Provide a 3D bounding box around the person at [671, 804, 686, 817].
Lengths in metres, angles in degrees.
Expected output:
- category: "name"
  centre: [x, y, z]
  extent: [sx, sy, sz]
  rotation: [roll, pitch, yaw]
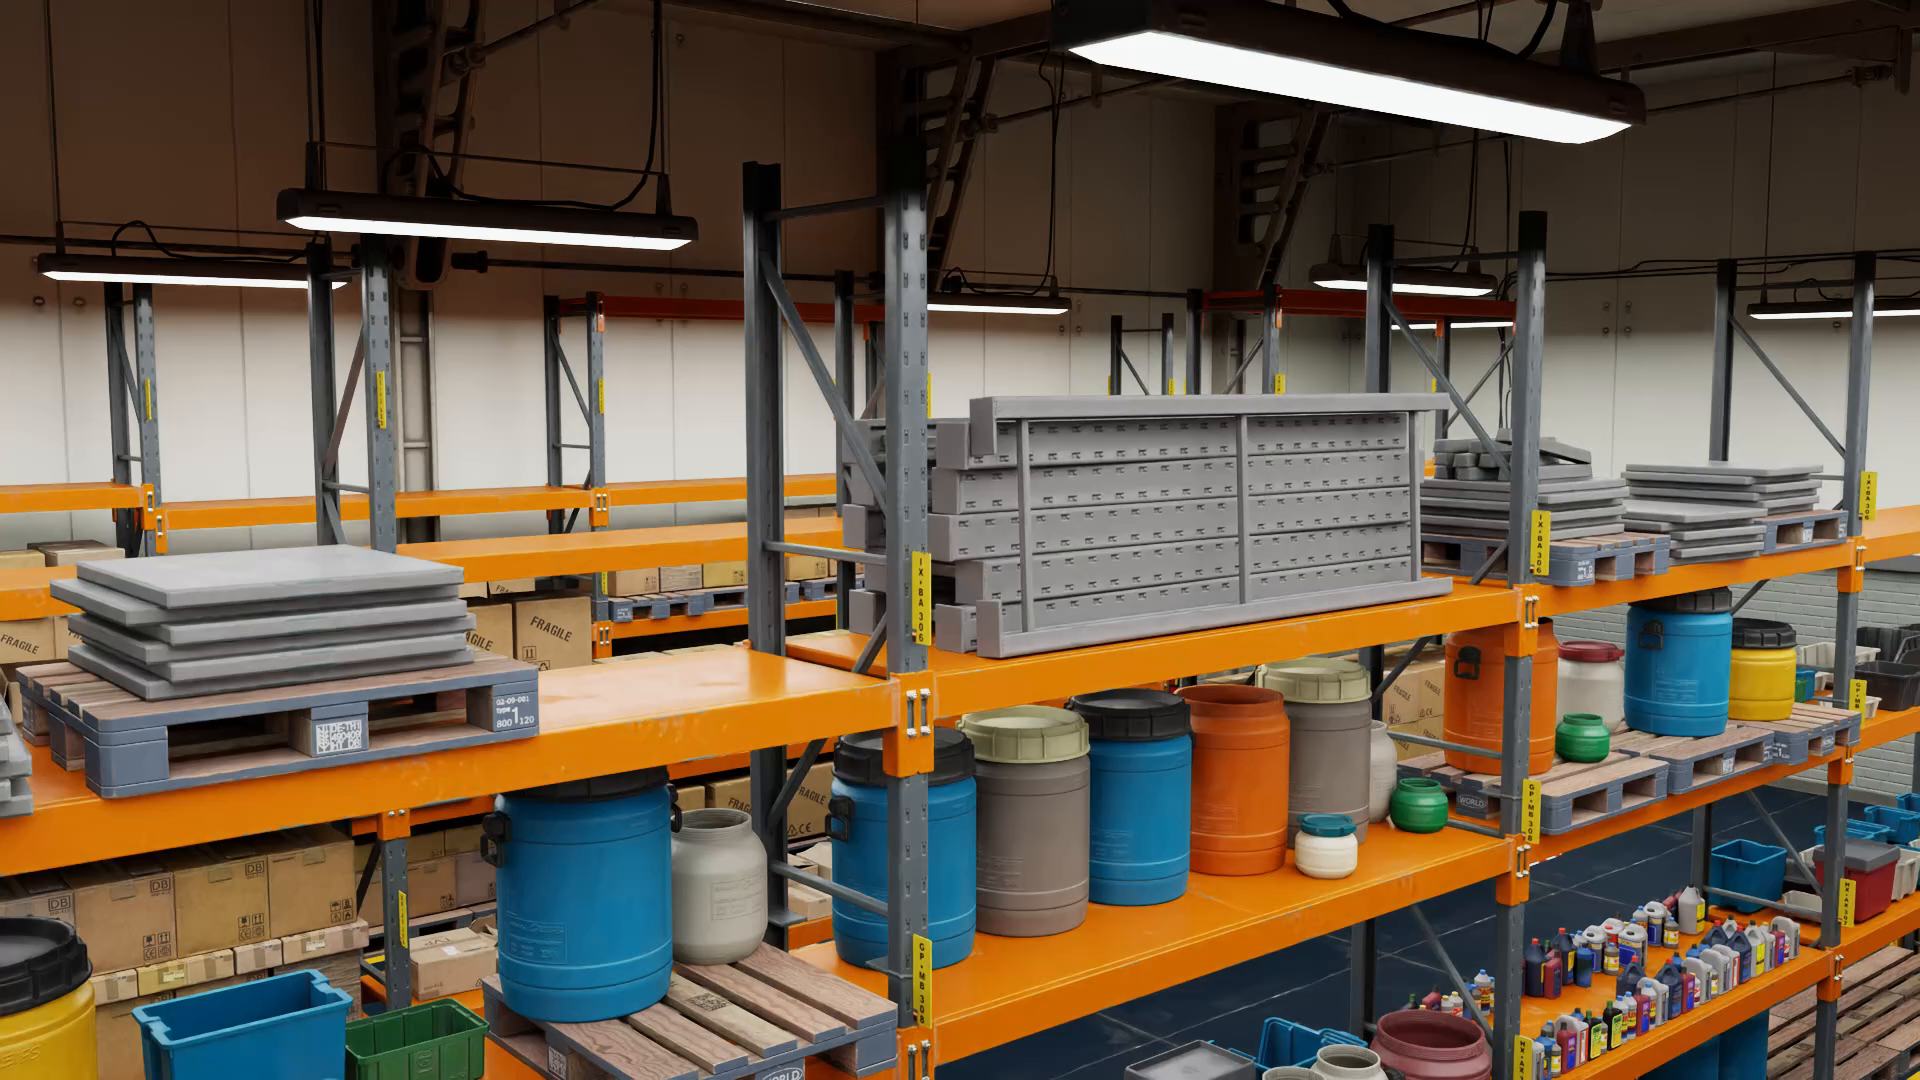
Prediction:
- category: "person"
  centre: [-2.327, 3.025, 13.558]
  extent: [0.600, 1.776, 0.603]
  rotation: [-2, 6, -24]
